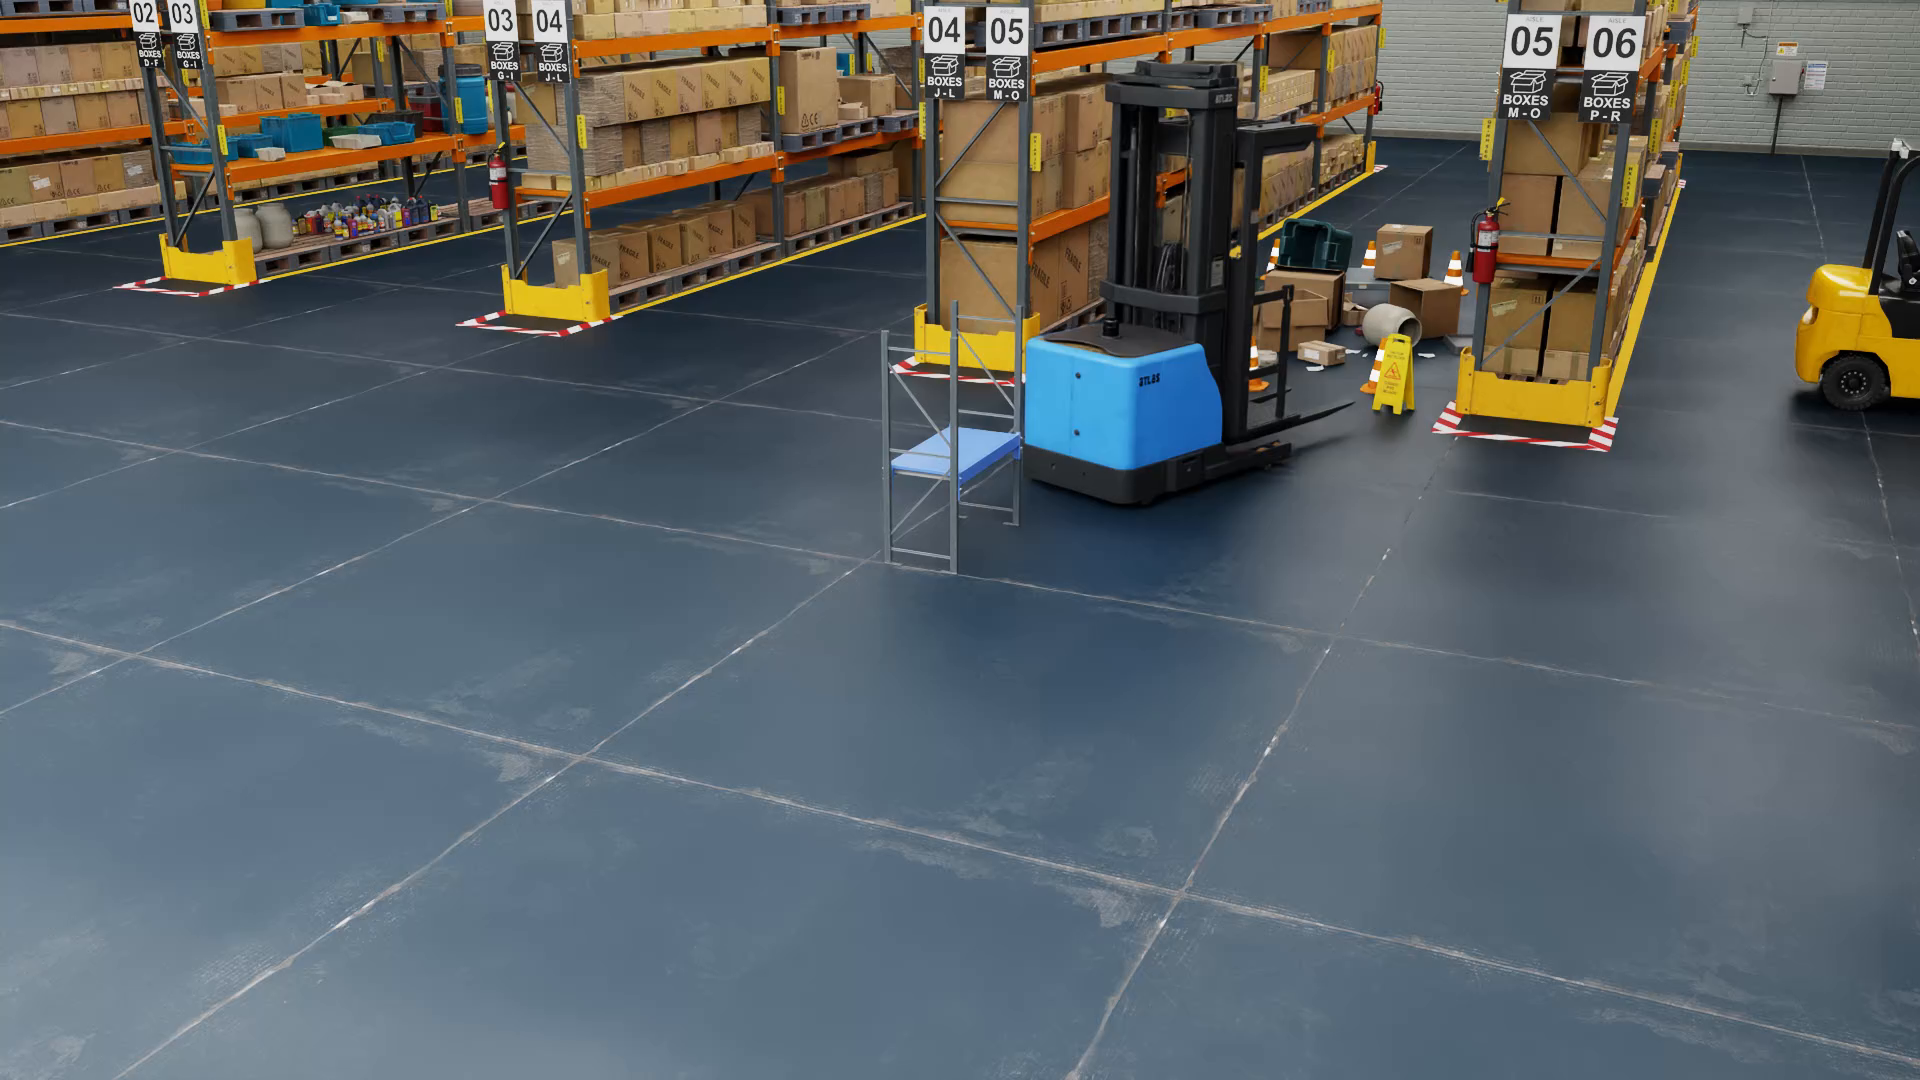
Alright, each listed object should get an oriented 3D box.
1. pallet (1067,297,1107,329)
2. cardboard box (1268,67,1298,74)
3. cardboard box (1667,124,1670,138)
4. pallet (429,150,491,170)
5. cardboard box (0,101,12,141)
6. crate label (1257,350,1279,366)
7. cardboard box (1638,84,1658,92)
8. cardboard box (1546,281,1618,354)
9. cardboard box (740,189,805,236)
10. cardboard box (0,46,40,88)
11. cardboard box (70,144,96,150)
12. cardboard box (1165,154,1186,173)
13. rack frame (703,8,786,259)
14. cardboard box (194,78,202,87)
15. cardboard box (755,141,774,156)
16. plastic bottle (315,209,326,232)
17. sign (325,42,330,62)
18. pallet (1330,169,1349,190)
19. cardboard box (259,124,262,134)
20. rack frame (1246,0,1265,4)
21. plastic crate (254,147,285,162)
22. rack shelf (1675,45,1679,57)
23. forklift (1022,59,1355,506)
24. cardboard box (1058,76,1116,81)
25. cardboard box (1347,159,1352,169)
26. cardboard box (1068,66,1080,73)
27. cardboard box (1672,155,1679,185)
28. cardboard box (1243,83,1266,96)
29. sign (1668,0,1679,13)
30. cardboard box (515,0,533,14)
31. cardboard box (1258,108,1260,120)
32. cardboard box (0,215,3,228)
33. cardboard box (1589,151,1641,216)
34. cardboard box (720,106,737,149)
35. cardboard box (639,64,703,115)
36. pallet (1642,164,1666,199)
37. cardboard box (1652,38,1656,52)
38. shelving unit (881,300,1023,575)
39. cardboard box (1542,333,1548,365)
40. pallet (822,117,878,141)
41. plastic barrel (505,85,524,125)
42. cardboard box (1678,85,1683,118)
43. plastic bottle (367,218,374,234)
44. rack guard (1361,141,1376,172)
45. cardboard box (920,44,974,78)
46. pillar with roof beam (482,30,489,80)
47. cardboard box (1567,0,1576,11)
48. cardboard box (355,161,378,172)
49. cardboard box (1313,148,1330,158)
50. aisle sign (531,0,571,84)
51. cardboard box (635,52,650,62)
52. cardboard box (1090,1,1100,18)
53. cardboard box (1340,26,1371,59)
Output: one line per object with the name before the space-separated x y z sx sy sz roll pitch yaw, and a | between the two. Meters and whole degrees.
pallet | 0.923 -2.392 17.381 1.003 0.211 1.213 9 21 23
cardboard box | 5.020 -7.122 25.924 0.500 0.500 0.500 9 21 23
cardboard box | 9.250 -5.550 22.322 0.500 0.250 0.500 8 21 21
pallet | -9.237 -6.878 29.993 1.003 0.211 1.213 9 21 23
cardboard box | -12.940 -5.501 21.810 0.700 0.500 0.500 9 22 24
crate label | 2.836 -1.688 15.511 0.250 0.136 0.298 -2 20 -5
cardboard box | 7.227 -4.786 17.762 0.380 0.149 0.250 10 22 26
cardboard box | 5.315 -1.903 14.200 0.500 0.500 0.500 8 21 21
cardboard box | -2.409 -4.228 21.455 0.700 0.500 0.500 7 21 19
cardboard box | -12.713 -6.282 22.072 0.700 0.500 0.500 9 21 23
cardboard box | -15.341 -6.780 28.632 0.700 0.500 0.500 8 21 22
cardboard box | 2.265 -4.473 18.921 0.500 0.500 0.500 9 21 23
rack frame | -2.680 -5.014 20.590 1.000 3.000 0.127 9 21 23
cardboard box | -13.956 -8.381 30.403 0.380 0.149 0.250 9 22 24
cardboard box | -2.500 -4.789 20.334 0.380 0.149 0.250 9 21 23
plastic bottle | -8.299 -4.132 21.518 0.152 0.276 0.135 8 21 21
sign | -10.577 -8.177 27.874 0.100 0.325 0.005 9 21 23
pallet | 5.821 -6.018 27.577 1.003 0.211 1.213 9 21 23
cardboard box | -13.470 -8.195 32.116 0.750 0.750 0.750 9 22 24
rack frame | 3.442 -8.352 21.022 1.000 3.000 0.127 9 21 23
plastic crate | -8.176 -4.576 19.752 0.298 0.136 0.250 9 21 23
rack shelf | 8.818 -6.562 21.542 1.077 0.370 4.000 9 21 23
forklift | 1.867 -2.022 12.279 3.031 2.935 1.130 -18 26 -40
cardboard box | 1.502 -4.589 17.562 0.875 0.550 0.550 9 21 23
cardboard box | 6.356 -6.310 27.864 0.380 0.149 0.250 8 21 20
cardboard box | 1.861 -8.256 29.488 0.500 0.250 0.500 8 21 21
cardboard box | 10.729 -5.816 26.044 0.875 0.438 0.875 9 22 24
cardboard box | 3.915 -6.082 22.454 0.380 0.149 0.250 8 21 21
sign | 6.859 -5.239 15.974 0.100 0.325 0.005 9 21 23
cardboard box | -4.489 -5.449 16.966 0.380 0.149 0.250 9 21 23
cardboard box | 3.809 -5.714 22.306 0.380 0.149 0.250 8 21 22
cardboard box | -12.931 -4.187 21.742 0.500 0.250 0.500 9 21 23
cardboard box | 5.788 -3.196 14.887 0.500 0.500 0.500 8 21 22
cardboard box | -3.157 -4.924 19.744 0.875 0.500 0.500 9 21 23
cardboard box | -3.230 -5.039 18.575 0.500 0.500 0.500 9 21 23
pallet | 6.807 -3.777 17.399 1.003 0.211 1.213 9 21 23
cardboard box | 6.076 -4.498 15.038 0.380 0.149 0.250 9 22 24
shelving unit | -0.035 -0.681 10.644 0.538 1.500 1.048 9 21 23
cardboard box | 5.028 -1.775 14.959 0.500 0.250 0.500 9 21 23
pallet | -1.815 -5.535 22.343 1.003 0.211 1.213 9 21 23
plastic barrel | -6.306 -6.244 23.847 0.433 0.535 0.433 0 20 0
cardboard box | 10.278 -6.407 24.360 0.500 0.500 0.500 9 21 23
plastic bottle | -7.588 -4.036 21.362 0.097 0.201 0.097 0 20 0
rack guard | 6.687 -6.770 29.258 1.175 0.500 0.348 9 21 23
cardboard box | -0.190 -7.382 25.604 0.797 0.503 0.637 9 22 24
pillar with roof beam | -7.079 -13.901 36.627 9.100 9.000 0.400 9 21 23
cardboard box | 4.733 -4.319 13.345 0.380 0.149 0.250 9 21 24
cardboard box | -10.071 -6.305 27.698 0.500 0.250 0.500 9 22 24
cardboard box | 5.721 -6.203 26.673 0.380 0.149 0.250 8 21 21
aisle sign | -4.070 -4.956 16.547 0.394 0.787 0.004 9 21 23
cardboard box | -6.737 -9.915 34.223 0.500 0.500 0.500 9 22 24
cardboard box | 1.115 -5.066 15.859 0.380 0.149 0.250 8 21 22
cardboard box | 6.550 -8.300 27.745 0.500 0.500 0.500 8 21 21
